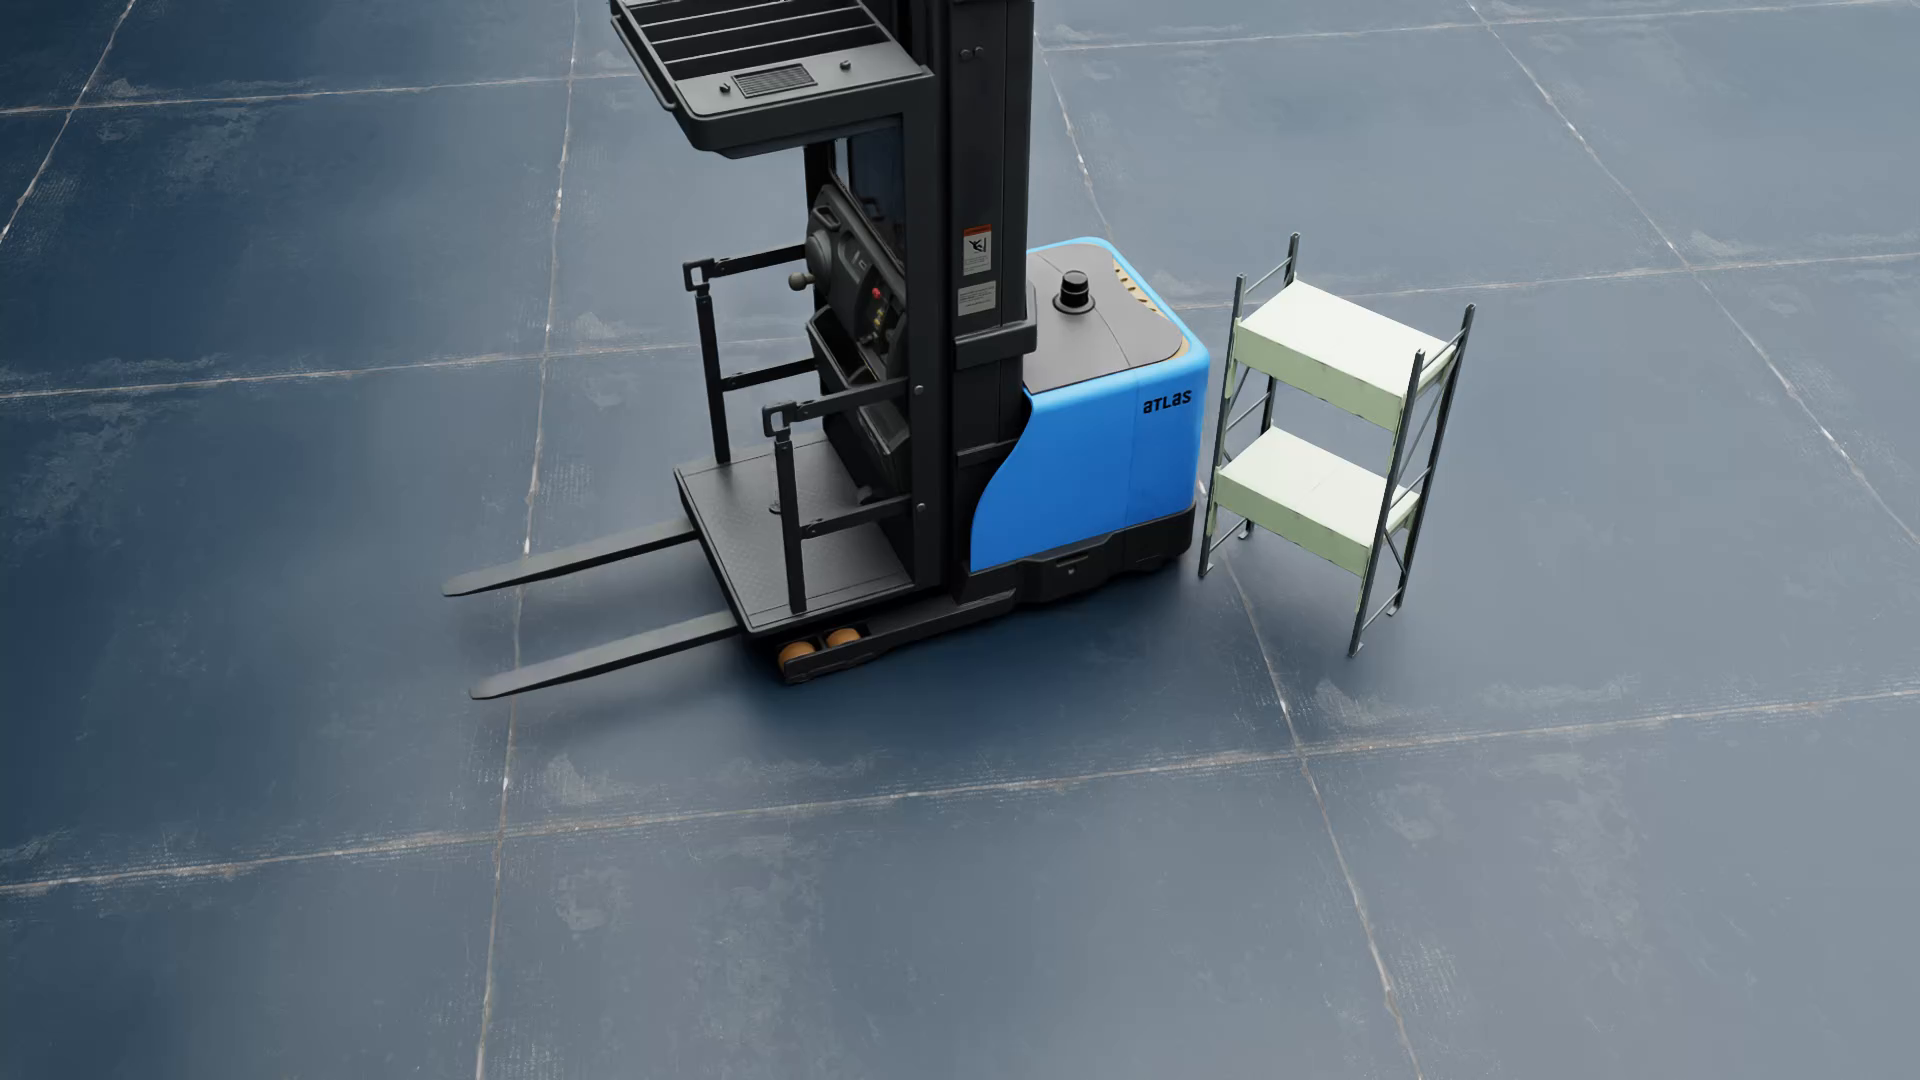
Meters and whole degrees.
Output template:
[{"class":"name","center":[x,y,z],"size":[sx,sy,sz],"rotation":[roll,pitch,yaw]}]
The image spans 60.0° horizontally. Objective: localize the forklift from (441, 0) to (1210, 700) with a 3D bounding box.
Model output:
[{"class":"forklift","center":[-0.573,-0.925,6.087],"size":[3.031,2.935,1.130],"rotation":[-16,44,-17]}]

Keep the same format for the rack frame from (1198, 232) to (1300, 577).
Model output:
[{"class":"rack frame","center":[1.152,-0.506,6.691],"size":[0.023,1.500,0.400],"rotation":[30,50,29]}]

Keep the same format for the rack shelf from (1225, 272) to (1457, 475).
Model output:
[{"class":"rack shelf","center":[1.430,-0.637,6.253],"size":[0.720,0.370,0.431],"rotation":[30,50,29]}]

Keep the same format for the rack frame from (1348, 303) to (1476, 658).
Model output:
[{"class":"rack frame","center":[1.708,-0.187,6.338],"size":[0.023,1.500,0.400],"rotation":[30,50,29]}]

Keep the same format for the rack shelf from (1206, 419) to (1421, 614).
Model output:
[{"class":"rack shelf","center":[1.430,-0.105,6.733],"size":[0.720,0.370,0.431],"rotation":[30,50,29]}]

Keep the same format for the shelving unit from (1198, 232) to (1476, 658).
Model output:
[{"class":"shelving unit","center":[1.430,-0.347,6.515],"size":[0.755,1.500,0.431],"rotation":[30,50,29]}]
